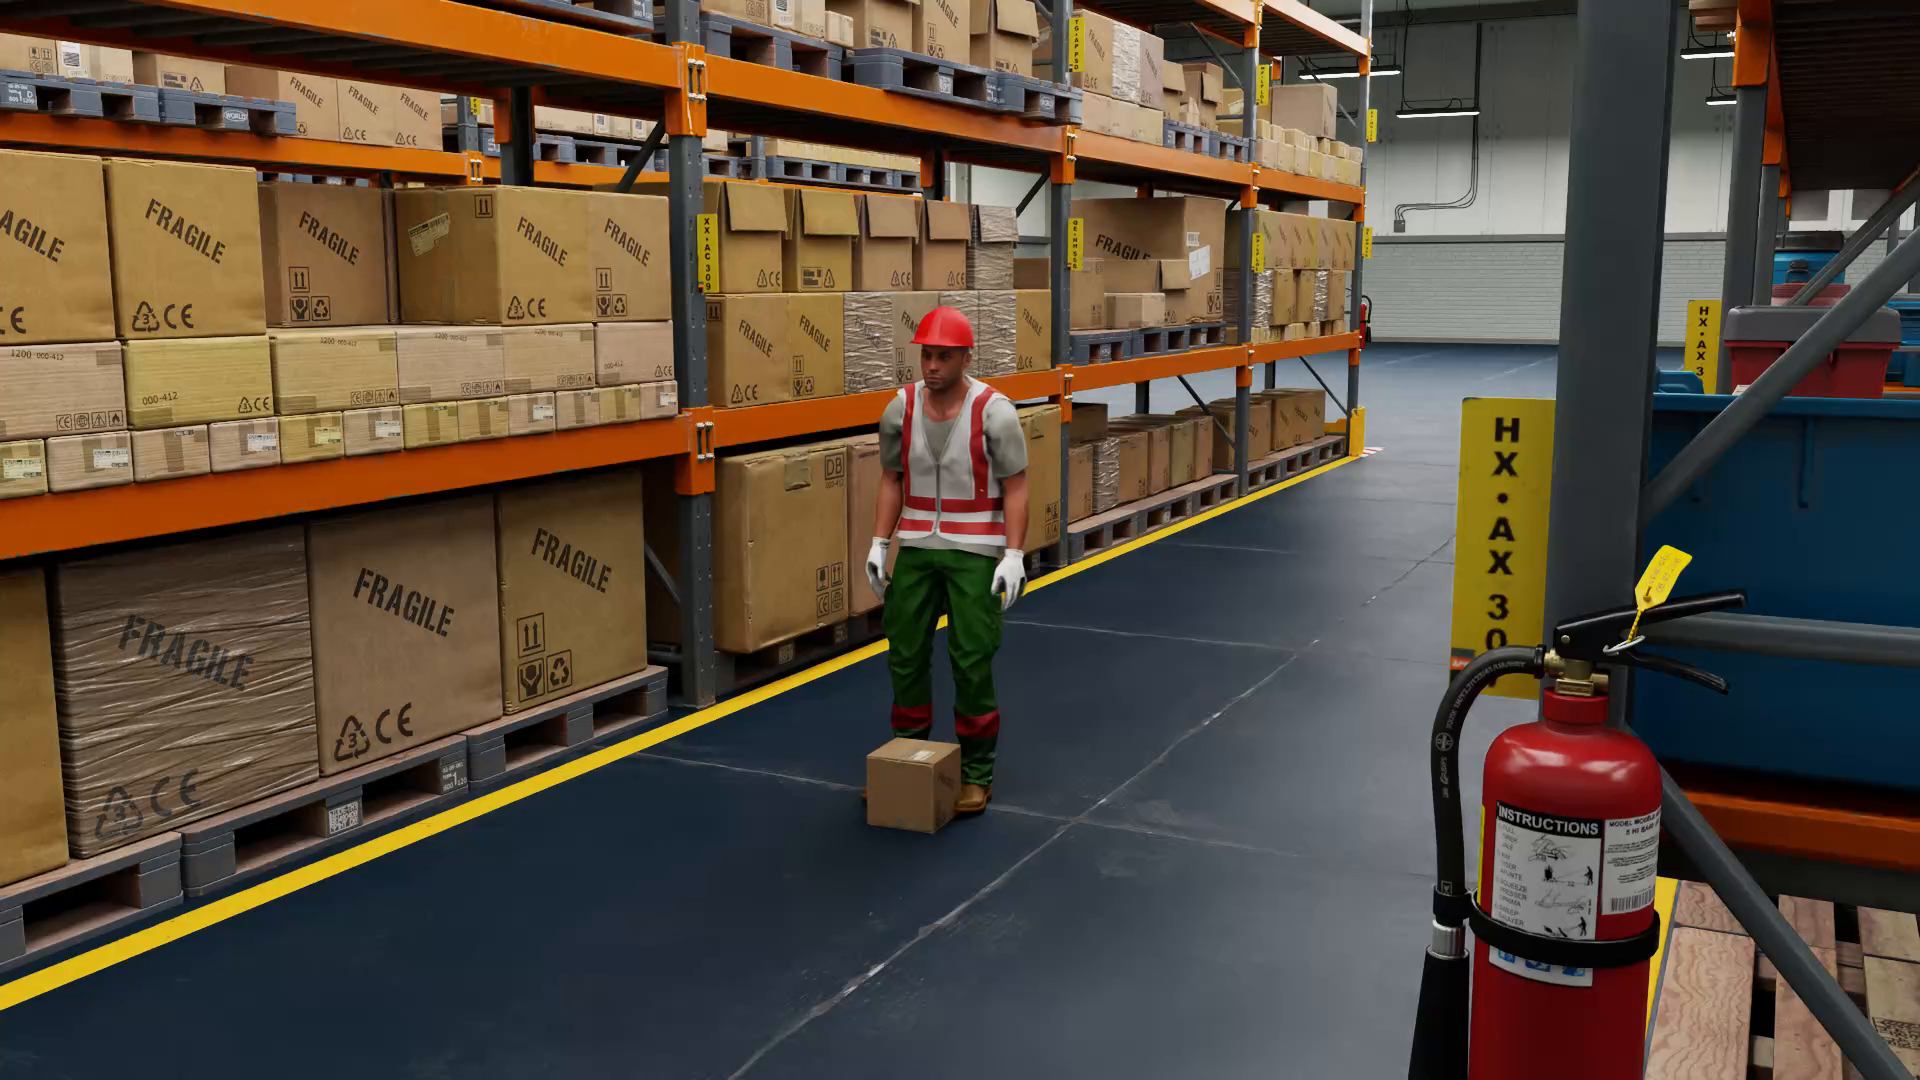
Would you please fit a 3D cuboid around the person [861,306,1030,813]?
[{"bbox_3d":[-0.054,0.069,5.882,0.609,1.777,0.453,4,10,23],"label":"person"}]
